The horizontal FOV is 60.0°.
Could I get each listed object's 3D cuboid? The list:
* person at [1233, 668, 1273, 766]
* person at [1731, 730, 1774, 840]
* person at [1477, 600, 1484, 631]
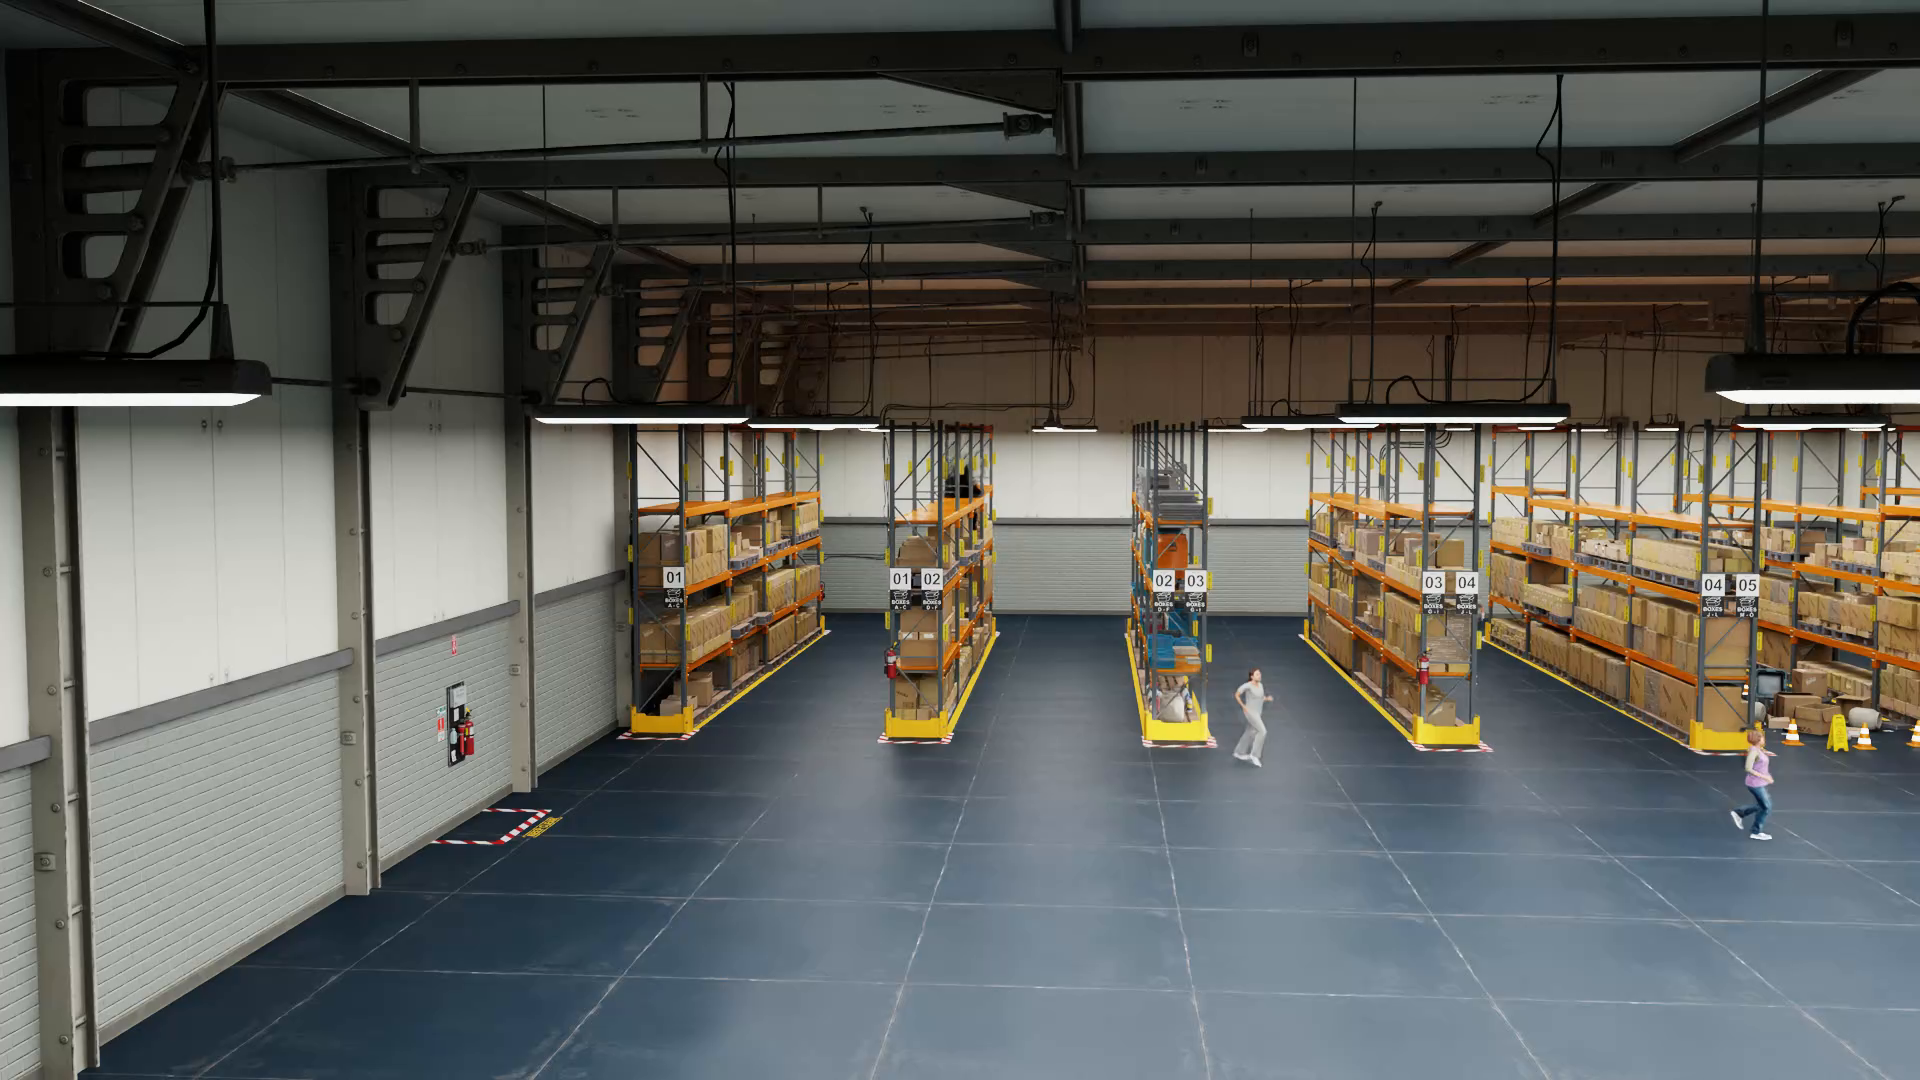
[{"bbox_3d":[5.104,3.072,28.934,0.734,1.723,0.536,3,5,40],"label":"person"},{"bbox_3d":[11.231,3.455,23.541,0.566,1.547,0.534,2,4,32],"label":"person"},{"bbox_3d":[13.109,2.133,42.628,0.667,1.801,0.908,1,4,12],"label":"person"}]
